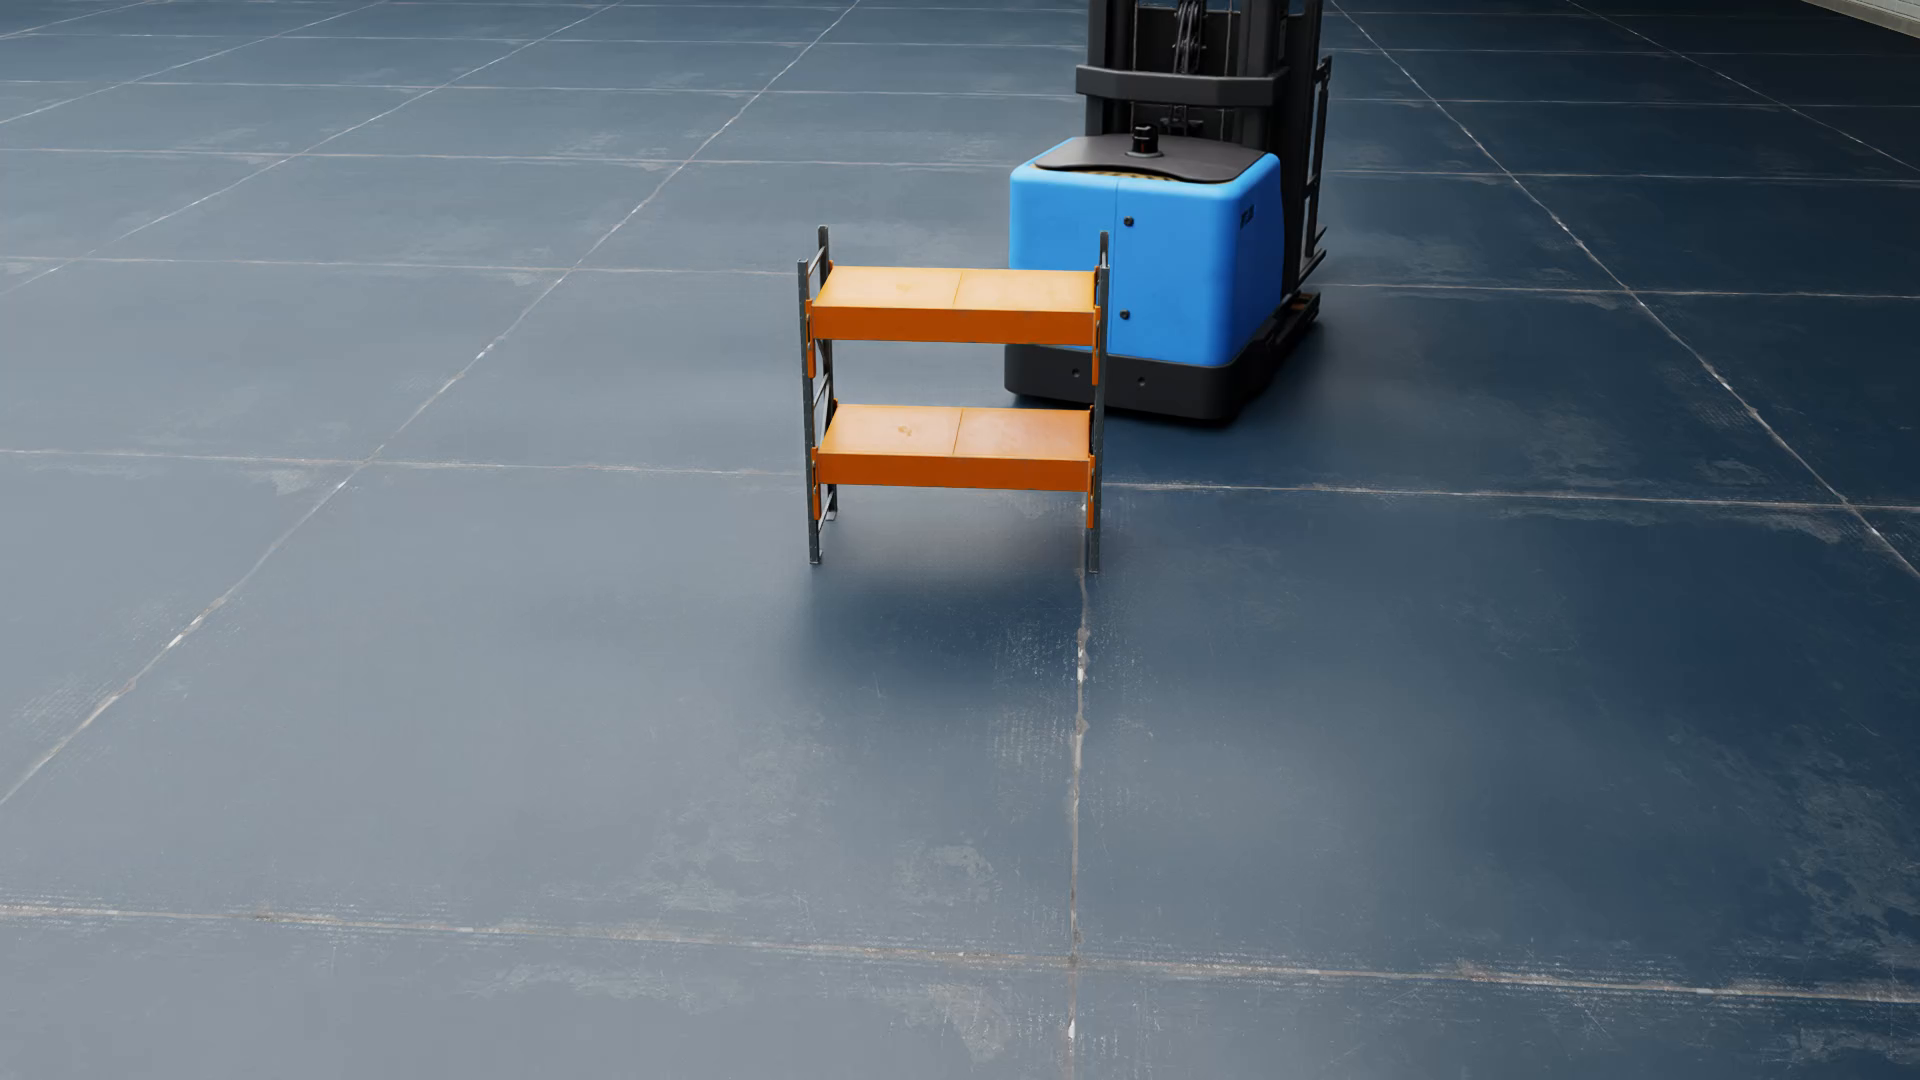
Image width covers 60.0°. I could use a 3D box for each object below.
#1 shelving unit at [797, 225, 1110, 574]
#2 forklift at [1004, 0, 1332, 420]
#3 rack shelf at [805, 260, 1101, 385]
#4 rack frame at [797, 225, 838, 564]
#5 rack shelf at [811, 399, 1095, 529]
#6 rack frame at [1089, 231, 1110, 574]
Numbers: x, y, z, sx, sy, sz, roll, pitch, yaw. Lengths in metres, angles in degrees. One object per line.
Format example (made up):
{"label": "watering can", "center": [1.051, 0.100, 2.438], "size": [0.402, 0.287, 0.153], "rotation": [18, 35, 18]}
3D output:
{"label": "shelving unit", "center": [-0.007, -0.511, 6.015], "size": [1.048, 1.125, 0.538], "rotation": [2, 25, 4]}
{"label": "forklift", "center": [1.239, -2.442, 8.050], "size": [1.130, 2.935, 3.031], "rotation": [10, 27, 21]}
{"label": "rack shelf", "center": [-0.007, -0.777, 5.893], "size": [1.000, 0.278, 0.538], "rotation": [2, 25, 4]}
{"label": "rack frame", "center": [-0.514, -0.527, 6.051], "size": [0.032, 1.125, 0.500], "rotation": [2, 25, 4]}
{"label": "rack shelf", "center": [-0.007, -0.289, 6.118], "size": [1.000, 0.278, 0.538], "rotation": [2, 25, 4]}
{"label": "rack frame", "center": [0.500, -0.495, 5.980], "size": [0.032, 1.125, 0.500], "rotation": [2, 25, 4]}
